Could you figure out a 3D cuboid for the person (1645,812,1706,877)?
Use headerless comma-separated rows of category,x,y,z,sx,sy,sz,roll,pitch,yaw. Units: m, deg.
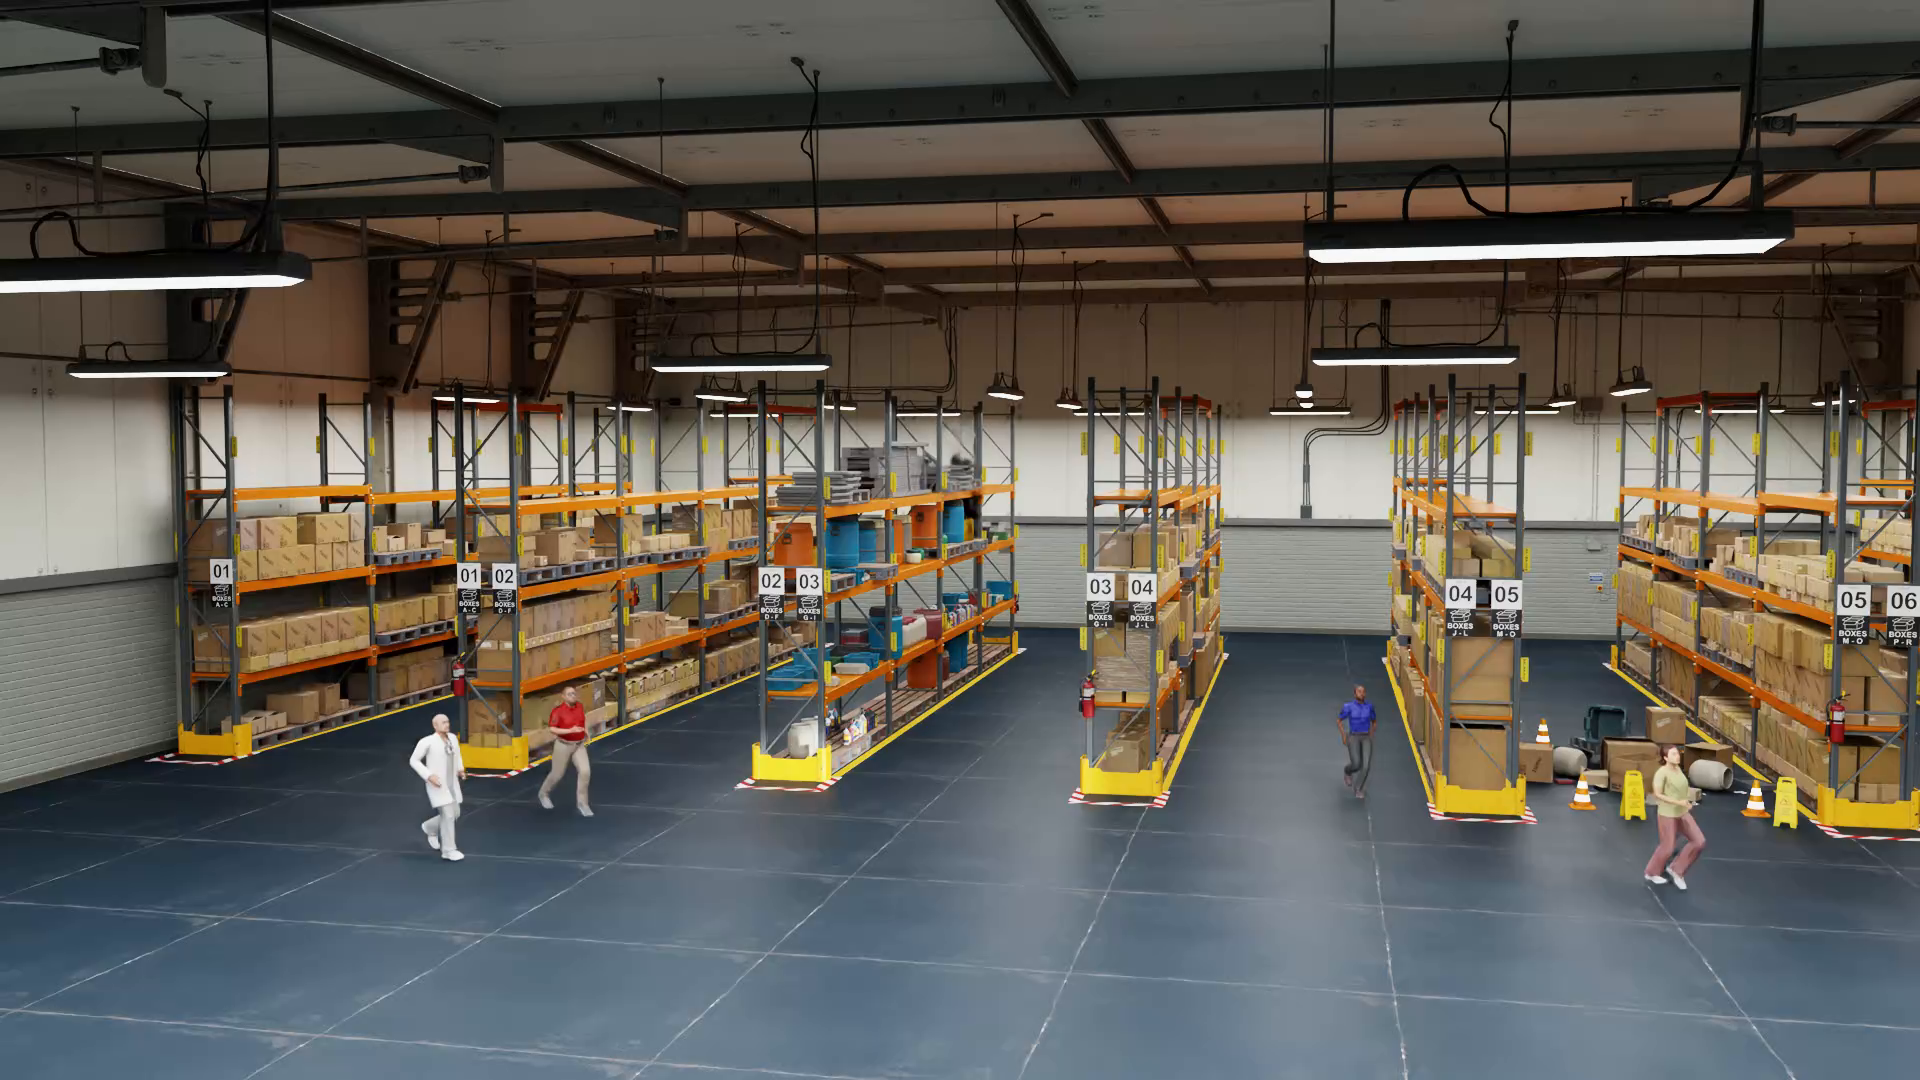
person,8.087,3.418,18.864,0.350,0.892,0.650,-2,4,-28

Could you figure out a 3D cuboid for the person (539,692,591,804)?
person,-5.402,2.815,22.754,0.773,1.525,0.428,3,4,44

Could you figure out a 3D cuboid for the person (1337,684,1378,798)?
person,5.714,2.874,23.811,0.575,1.615,0.560,0,3,-4

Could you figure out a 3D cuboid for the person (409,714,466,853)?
person,-6.354,3.068,20.251,0.651,1.446,0.720,2,4,31

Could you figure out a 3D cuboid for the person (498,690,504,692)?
person,-8.470,2.429,30.958,0.383,1.710,0.918,0,3,6
